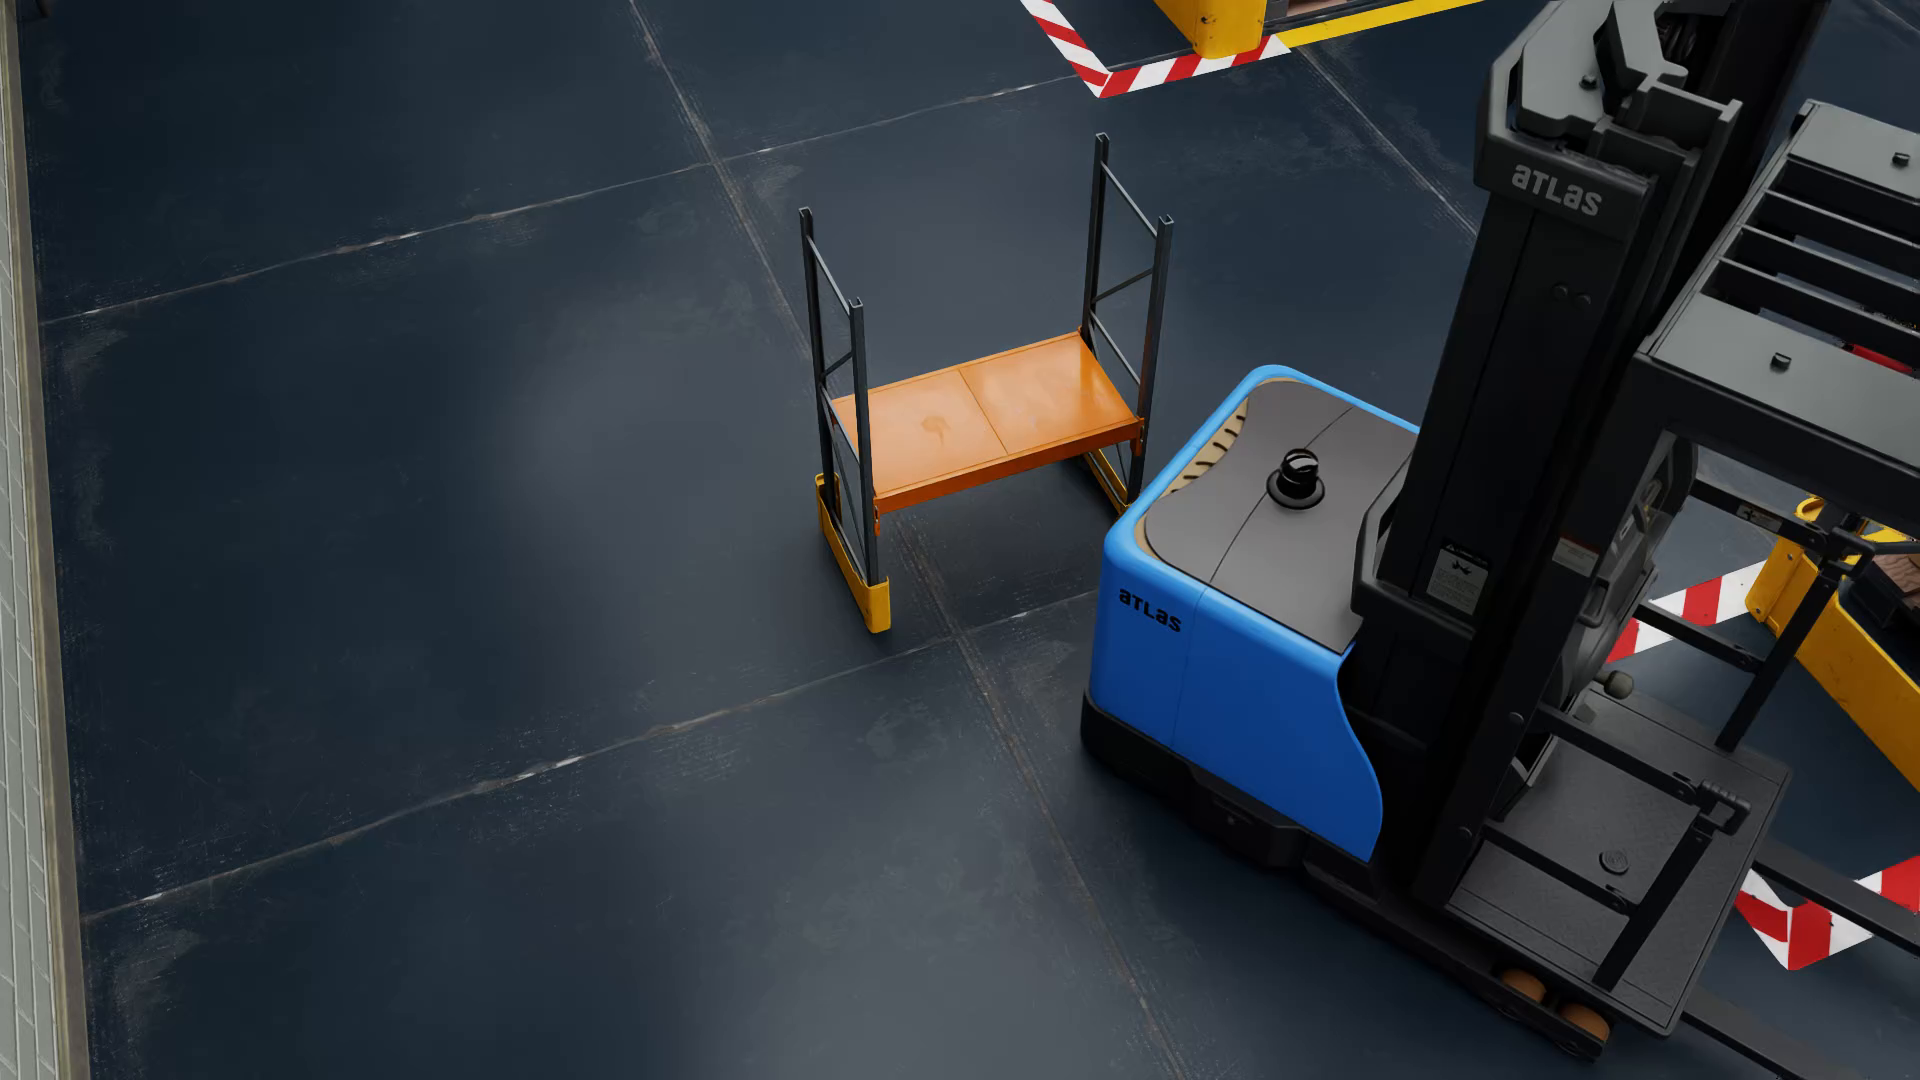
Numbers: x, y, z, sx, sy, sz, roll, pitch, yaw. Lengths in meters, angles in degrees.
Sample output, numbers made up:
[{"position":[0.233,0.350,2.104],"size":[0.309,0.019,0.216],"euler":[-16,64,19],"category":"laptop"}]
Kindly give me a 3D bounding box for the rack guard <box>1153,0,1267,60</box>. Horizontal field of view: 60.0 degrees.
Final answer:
[{"position":[1.158,-3.009,8.505],"size":[0.348,0.500,1.175],"euler":[-17,52,-14],"category":"rack guard"}]

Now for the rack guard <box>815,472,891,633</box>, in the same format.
[{"position":[-0.390,0.040,6.051],"size":[0.087,0.250,0.587],"euler":[-17,52,-14],"category":"rack guard"}]

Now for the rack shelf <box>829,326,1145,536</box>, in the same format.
[{"position":[0.079,-0.396,5.838],"size":[1.000,0.185,0.538],"euler":[-17,52,-14],"category":"rack shelf"}]

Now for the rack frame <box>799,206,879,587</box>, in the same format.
[{"position":[-0.392,-0.367,5.577],"size":[0.032,1.500,0.500],"euler":[-17,52,-14],"category":"rack frame"}]

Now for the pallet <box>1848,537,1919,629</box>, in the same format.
[{"position":[3.981,0.296,5.857],"size":[1.213,0.211,1.003],"euler":[-17,52,-14],"category":"pallet"}]

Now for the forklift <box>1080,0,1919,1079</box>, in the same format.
[{"position":[1.895,0.111,4.223],"size":[3.031,2.935,1.130],"euler":[29,55,23],"category":"forklift"}]

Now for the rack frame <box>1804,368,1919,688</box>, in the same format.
[{"position":[3.145,-0.383,4.601],"size":[0.127,3.000,1.000],"euler":[-17,52,-14],"category":"rack frame"}]

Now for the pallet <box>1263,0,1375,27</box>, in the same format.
[{"position":[1.891,-3.206,8.864],"size":[1.213,0.211,1.003],"euler":[-17,52,-14],"category":"pallet"}]

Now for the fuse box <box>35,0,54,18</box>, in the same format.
[{"position":[-4.691,-3.294,7.951],"size":[0.414,1.711,0.539],"euler":[-17,52,-14],"category":"fuse box"}]

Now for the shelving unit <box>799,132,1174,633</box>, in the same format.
[{"position":[0.071,-0.511,5.700],"size":[1.083,1.500,0.587],"euler":[-17,52,-14],"category":"shelving unit"}]

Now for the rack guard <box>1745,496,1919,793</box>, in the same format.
[{"position":[3.216,0.410,5.568],"size":[0.348,0.500,1.175],"euler":[-17,52,-14],"category":"rack guard"}]

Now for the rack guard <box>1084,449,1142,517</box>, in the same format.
[{"position":[0.532,-0.246,6.297],"size":[0.087,0.250,0.587],"euler":[-17,52,-14],"category":"rack guard"}]

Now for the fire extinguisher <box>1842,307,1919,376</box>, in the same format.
[{"position":[2.737,-0.488,4.989],"size":[0.183,0.674,0.296],"euler":[-17,52,-14],"category":"fire extinguisher"}]

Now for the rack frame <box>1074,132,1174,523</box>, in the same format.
[{"position":[0.550,-0.659,5.827],"size":[0.032,1.500,0.500],"euler":[-17,52,-14],"category":"rack frame"}]

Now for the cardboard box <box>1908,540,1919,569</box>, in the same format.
[{"position":[3.554,0.112,5.779],"size":[0.250,0.149,0.380],"euler":[-16,51,-14],"category":"cardboard box"}]
